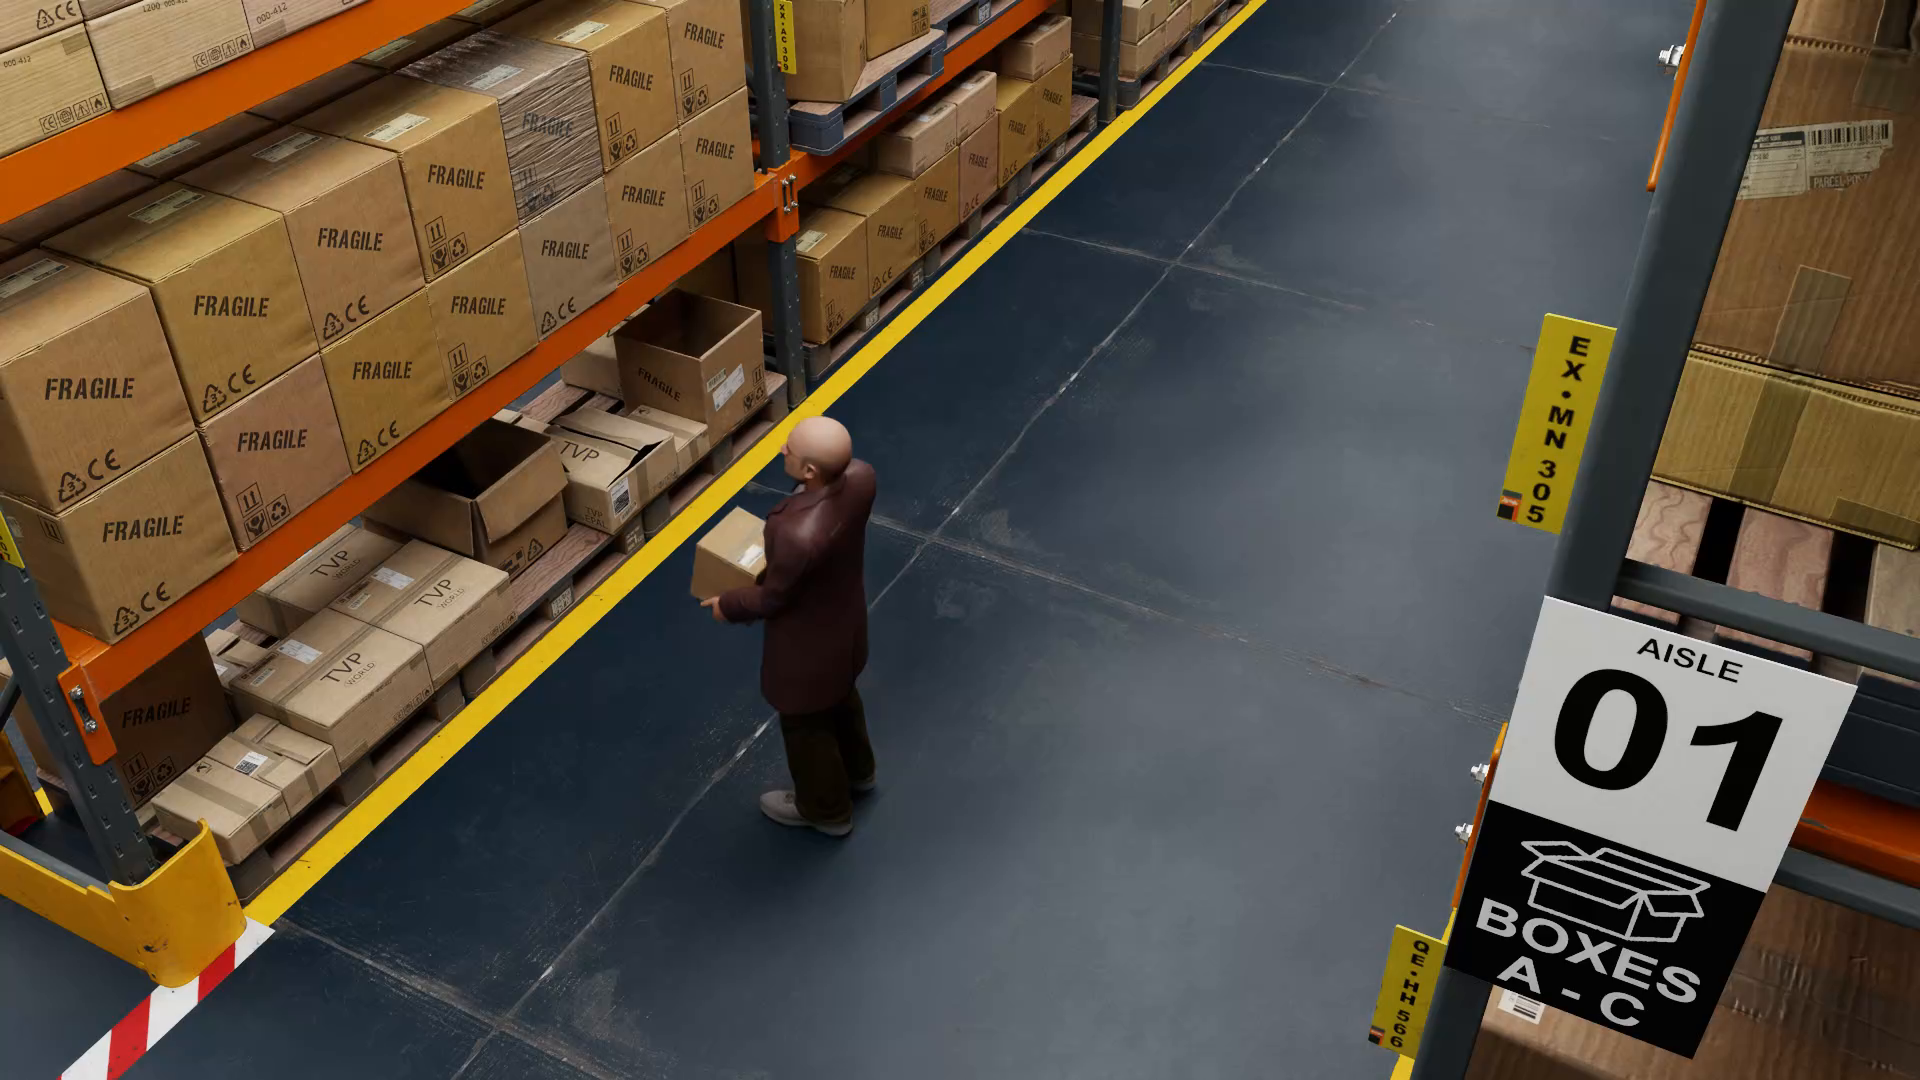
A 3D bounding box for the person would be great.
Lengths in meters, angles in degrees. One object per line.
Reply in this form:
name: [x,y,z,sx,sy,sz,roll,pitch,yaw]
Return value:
person: [-0.589,0.281,5.794,0.553,1.778,0.541,14,40,17]
